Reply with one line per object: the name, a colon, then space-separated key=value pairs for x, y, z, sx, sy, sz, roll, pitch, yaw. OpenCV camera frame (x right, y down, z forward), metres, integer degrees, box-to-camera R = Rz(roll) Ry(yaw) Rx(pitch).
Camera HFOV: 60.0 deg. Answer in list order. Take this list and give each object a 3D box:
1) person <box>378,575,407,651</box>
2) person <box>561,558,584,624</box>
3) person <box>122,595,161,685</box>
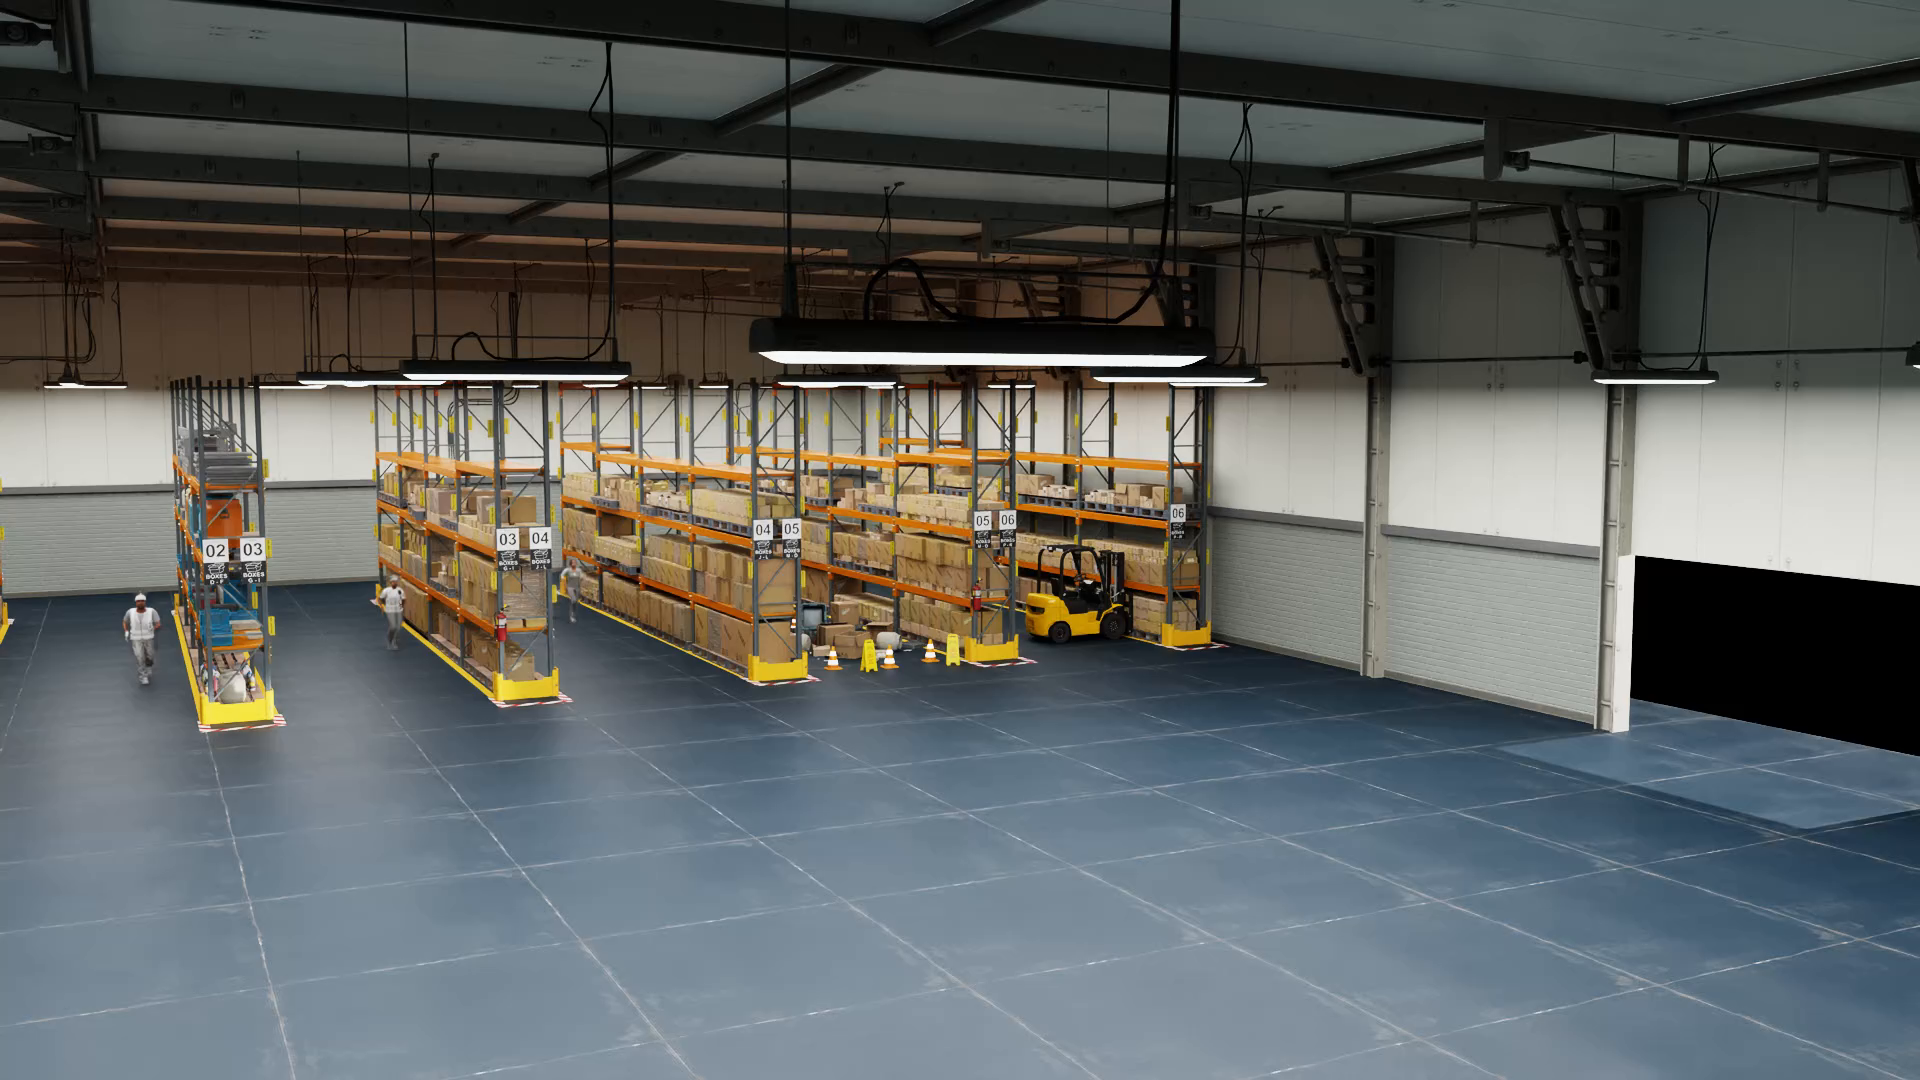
person: x=-12.513 y=1.610 z=36.778 sx=0.552 sy=1.675 sz=0.645 roll=-4 pitch=6 yaw=-37
person: x=-9.609 y=1.263 z=41.333 sx=0.534 sy=1.634 sz=0.752 roll=-3 pitch=6 yaw=-31
person: x=-16.066 y=1.939 z=32.681 sx=0.688 sy=1.755 sz=0.802 roll=-3 pitch=6 yaw=-26
